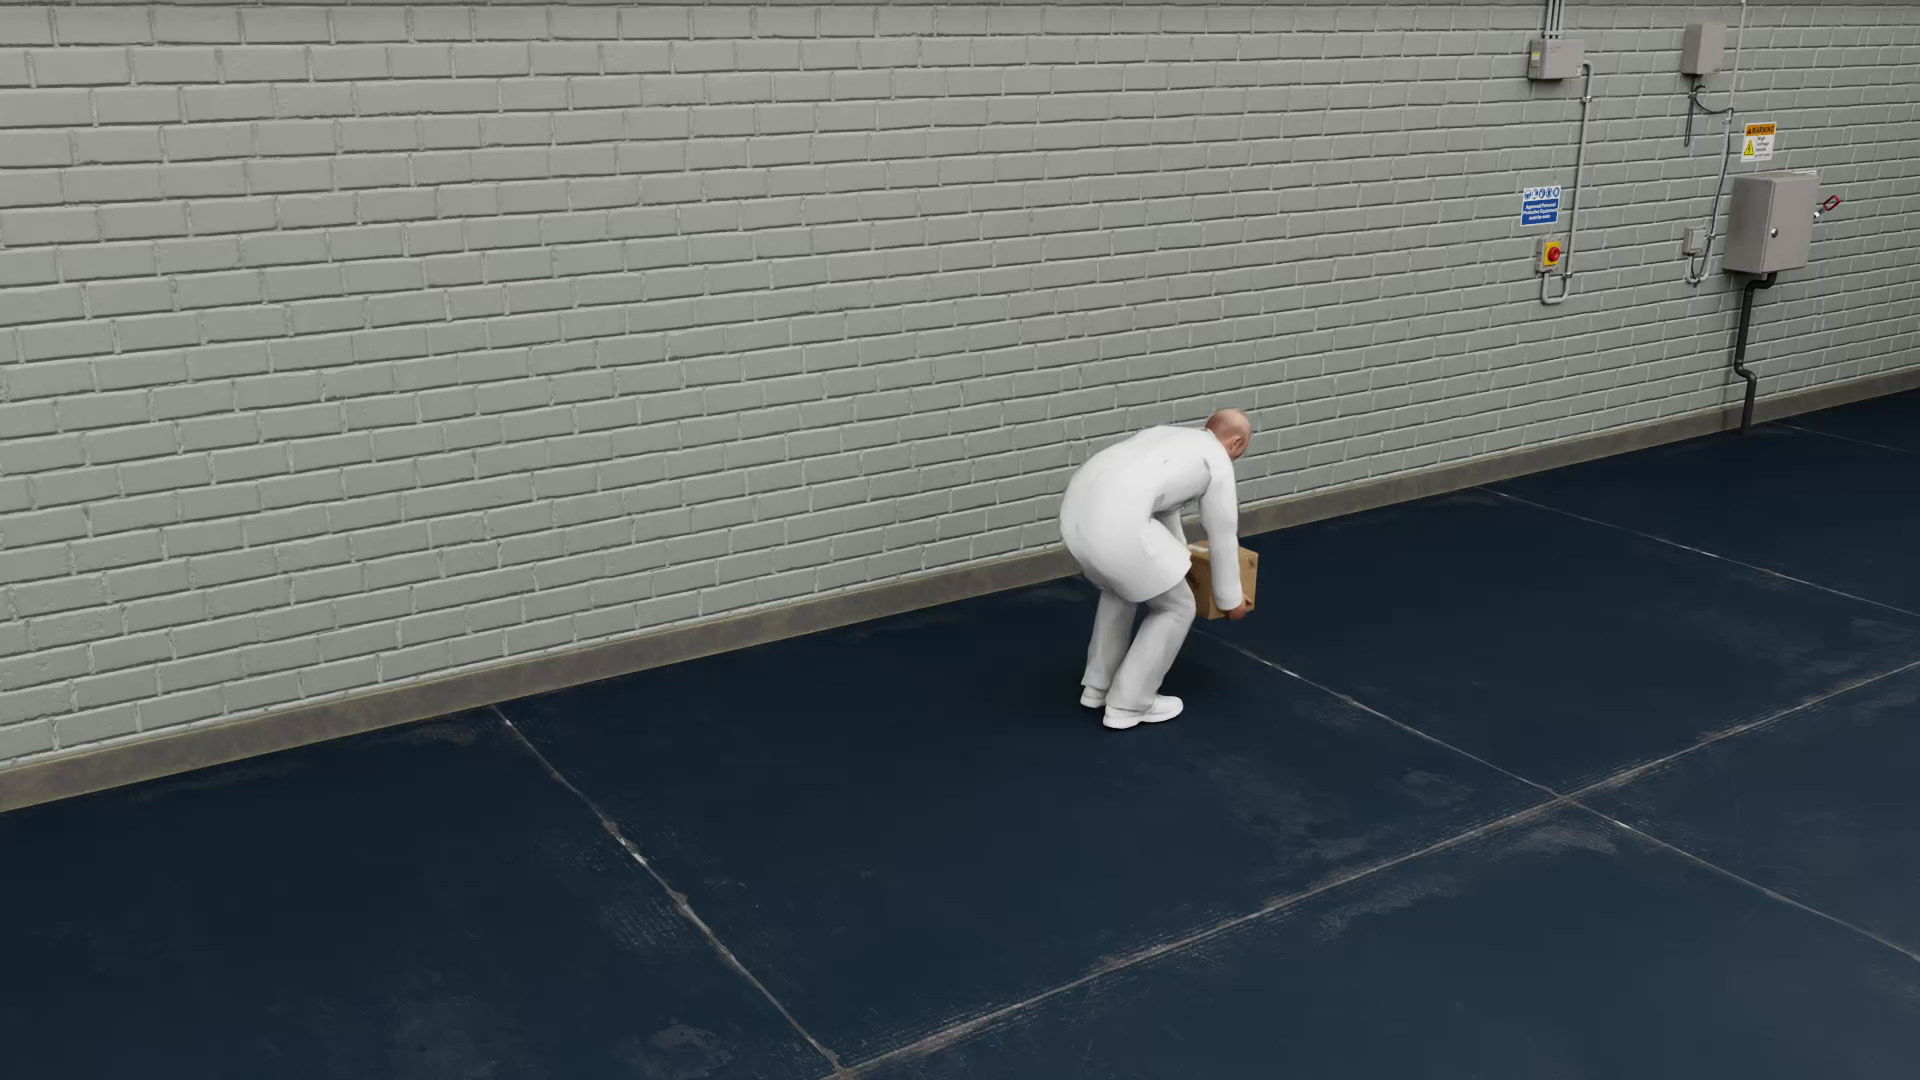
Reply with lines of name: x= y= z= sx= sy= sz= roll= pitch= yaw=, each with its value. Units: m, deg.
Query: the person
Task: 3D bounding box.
person: x=0.819 y=0.116 z=6.742 sx=0.930 sy=1.152 sz=0.573 roll=-12 pitch=22 yaw=-34
